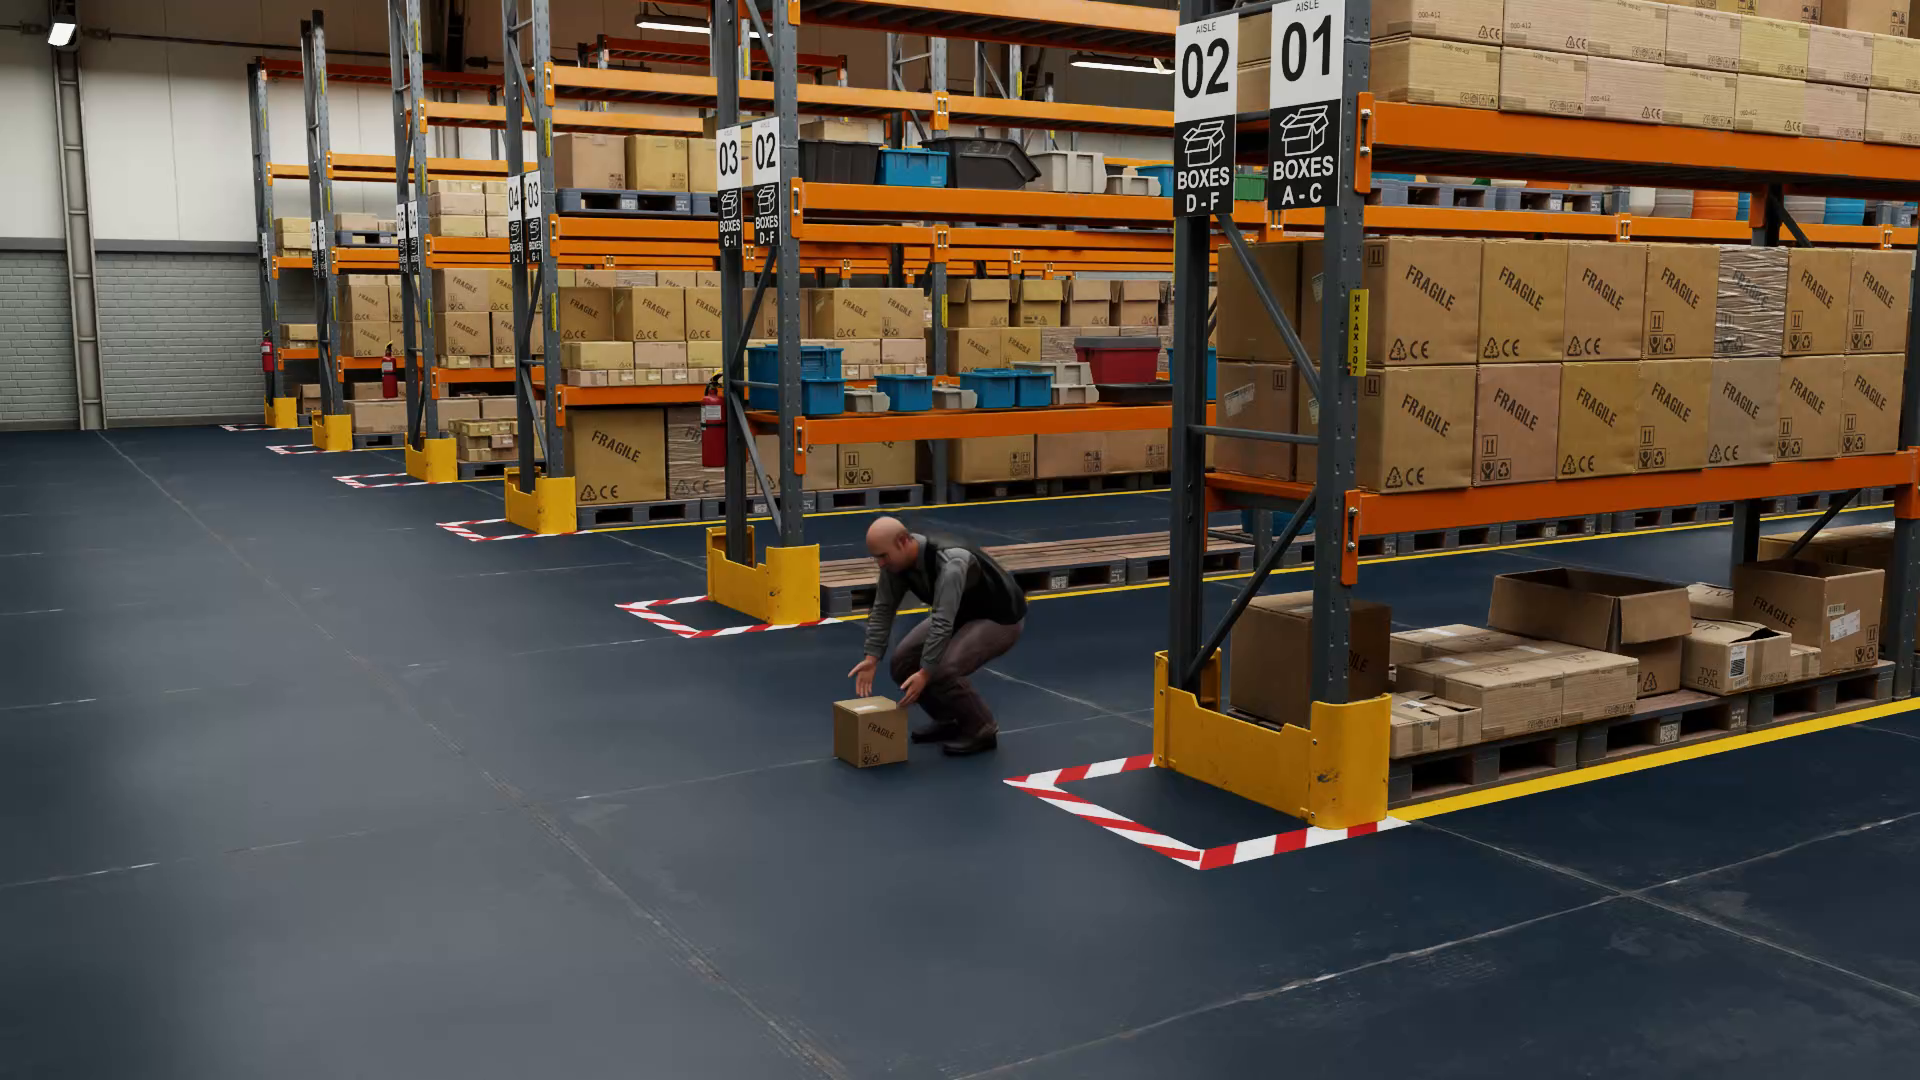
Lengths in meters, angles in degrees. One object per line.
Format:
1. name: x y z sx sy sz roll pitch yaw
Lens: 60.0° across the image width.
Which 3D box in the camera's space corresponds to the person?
1. person: -0.071 0.419 7.640 0.831 1.111 0.564 -5 10 -33
